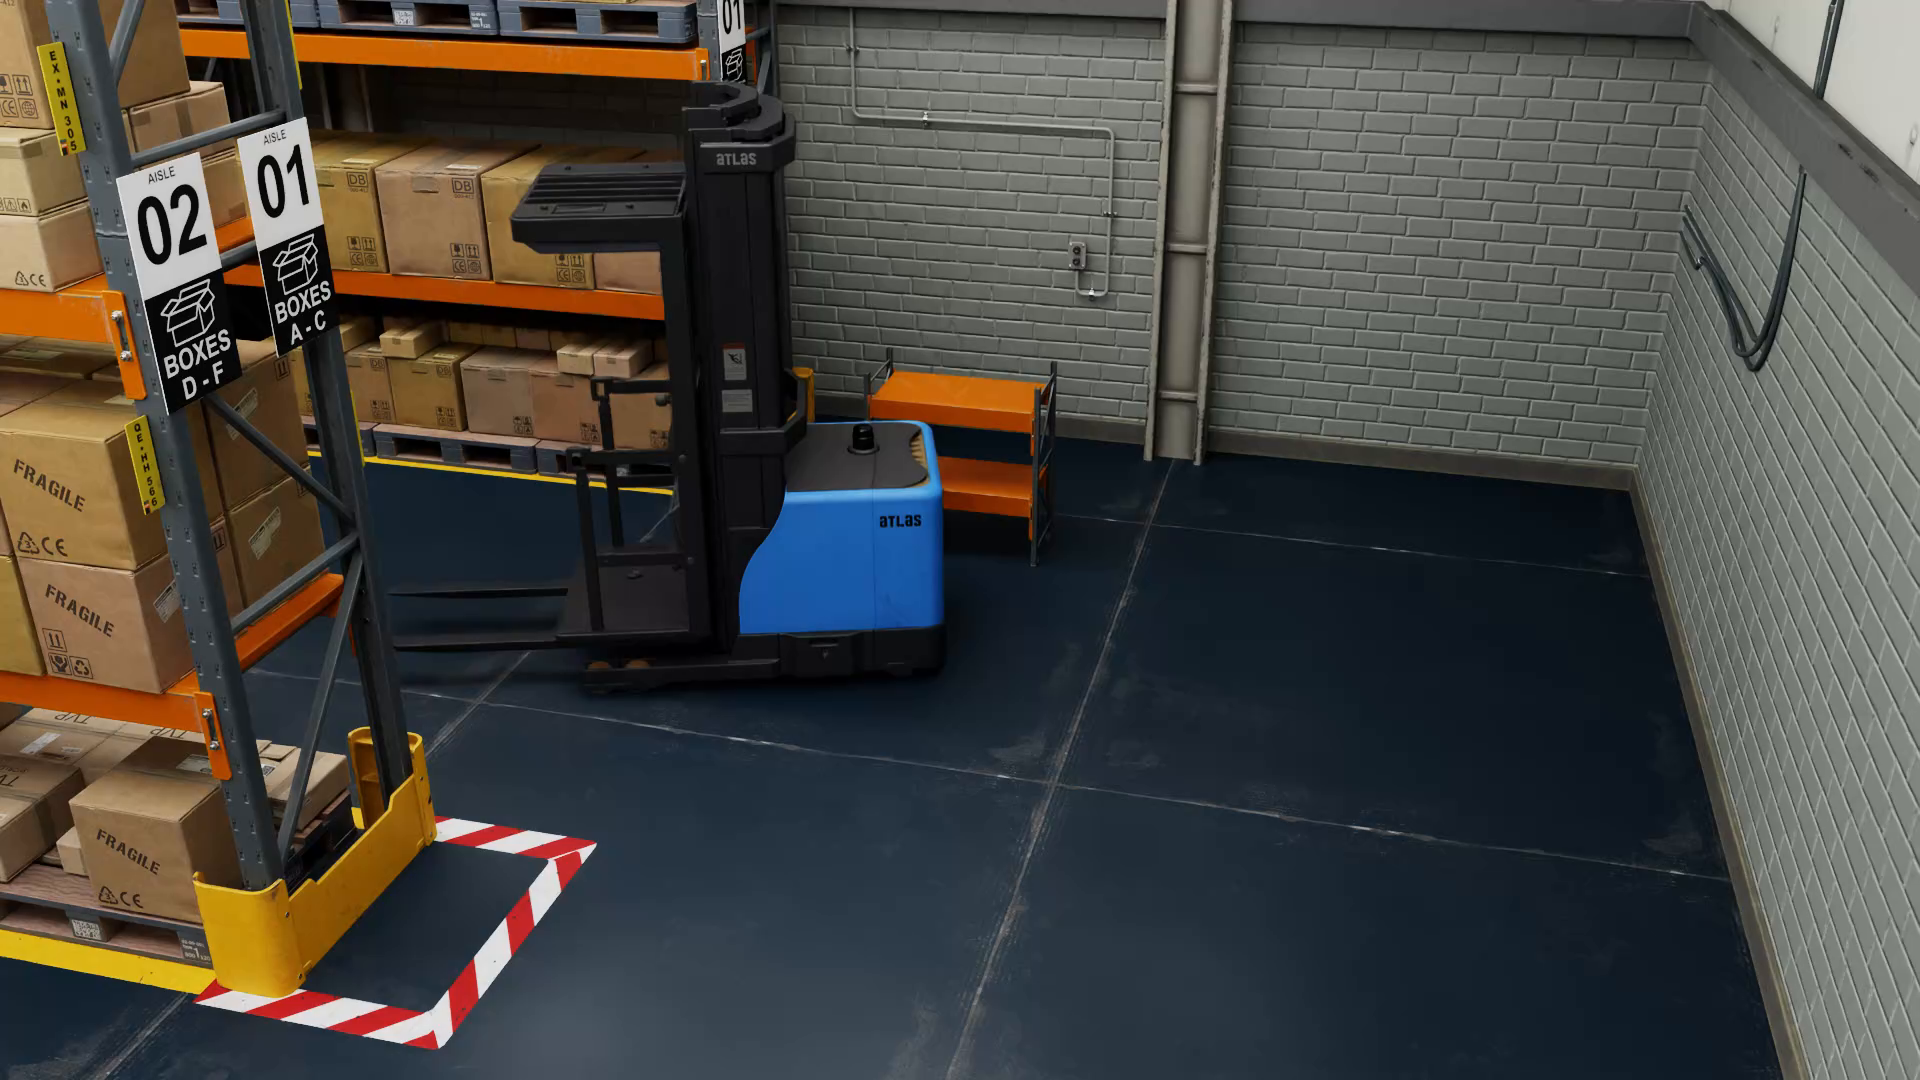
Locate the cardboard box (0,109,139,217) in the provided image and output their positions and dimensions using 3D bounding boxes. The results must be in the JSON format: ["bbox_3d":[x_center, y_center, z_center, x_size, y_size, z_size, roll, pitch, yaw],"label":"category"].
[{"bbox_3d":[-3.132,-1.274,5.541,0.500,0.250,0.500,6,26,13],"label":"cardboard box"}]

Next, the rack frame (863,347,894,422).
[{"bbox_3d":[-0.486,-0.562,10.121,0.032,1.125,0.500,6,26,13],"label":"rack frame"}]

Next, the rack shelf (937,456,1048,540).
[{"bbox_3d":[0.007,-0.286,10.112,1.000,0.278,0.538,6,26,13],"label":"rack shelf"}]

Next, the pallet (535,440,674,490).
[{"bbox_3d":[-2.135,-0.670,11.411,1.213,0.211,1.003,6,26,13],"label":"pallet"}]

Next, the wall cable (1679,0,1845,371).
[{"bbox_3d":[4.048,-2.428,8.494,0.112,2.526,3.097,6,26,13],"label":"wall cable"}]

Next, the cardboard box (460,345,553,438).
[{"bbox_3d":[-3.015,-1.077,11.443,0.500,0.500,0.700,5,26,11],"label":"cardboard box"}]

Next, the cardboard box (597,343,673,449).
[{"bbox_3d":[-2.043,-0.970,11.218,0.500,0.500,0.700,6,26,13],"label":"cardboard box"}]

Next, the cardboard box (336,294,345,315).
[{"bbox_3d":[-4.607,-1.633,11.856,0.250,0.149,0.380,6,26,13],"label":"cardboard box"}]

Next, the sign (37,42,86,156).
[{"bbox_3d":[-2.728,-1.338,5.052,0.005,0.325,0.100,6,26,13],"label":"sign"}]

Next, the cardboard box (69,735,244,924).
[{"bbox_3d":[-3.159,1.161,6.718,0.500,0.500,0.500,6,26,13],"label":"cardboard box"}]

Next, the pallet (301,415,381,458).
[{"bbox_3d":[-4.498,-0.931,11.960,1.213,0.211,1.003,6,26,13],"label":"pallet"}]

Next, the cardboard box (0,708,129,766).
[{"bbox_3d":[-3.995,0.946,7.460,0.500,0.250,0.500,6,26,13],"label":"cardboard box"}]

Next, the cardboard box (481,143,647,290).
[{"bbox_3d":[-2.544,-2.135,10.896,0.700,0.700,0.980,6,26,13],"label":"cardboard box"}]

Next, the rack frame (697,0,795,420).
[{"bbox_3d":[-1.341,-1.876,10.701,0.127,3.000,1.000,6,26,13],"label":"rack frame"}]

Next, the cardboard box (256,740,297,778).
[{"bbox_3d":[-3.133,1.053,7.333,0.250,0.166,0.380,6,26,13],"label":"cardboard box"}]

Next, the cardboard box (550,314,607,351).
[{"bbox_3d":[-2.606,-1.414,11.395,0.250,0.149,0.380,7,26,13],"label":"cardboard box"}]

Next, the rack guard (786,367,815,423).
[{"bbox_3d":[-1.317,-0.745,11.232,0.348,0.500,1.175,6,26,13],"label":"rack guard"}]

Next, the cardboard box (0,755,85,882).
[{"bbox_3d":[-4.071,1.160,7.011,0.500,0.250,0.500,6,26,13],"label":"cardboard box"}]

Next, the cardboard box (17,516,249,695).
[{"bbox_3d":[-3.072,0.207,6.209,0.500,0.500,0.500,7,26,15],"label":"cardboard box"}]

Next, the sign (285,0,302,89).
[{"bbox_3d":[-2.436,-1.788,6.010,0.005,0.325,0.100,6,26,13],"label":"sign"}]

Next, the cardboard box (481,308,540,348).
[{"bbox_3d":[-3.101,-1.468,11.508,0.250,0.149,0.380,7,26,14],"label":"cardboard box"}]

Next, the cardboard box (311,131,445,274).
[{"bbox_3d":[-3.988,-2.294,11.230,0.700,0.700,0.980,6,26,12],"label":"cardboard box"}]

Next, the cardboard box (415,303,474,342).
[{"bbox_3d":[-3.596,-1.522,11.623,0.250,0.149,0.380,7,26,14],"label":"cardboard box"}]

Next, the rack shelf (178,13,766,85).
[{"bbox_3d":[-3.278,-3.119,10.660,4.000,0.370,1.077,6,26,13],"label":"rack shelf"}]

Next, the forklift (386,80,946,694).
[{"bbox_3d":[-1.617,-0.764,8.445,3.031,2.935,1.130,-2,26,-4],"label":"forklift"}]

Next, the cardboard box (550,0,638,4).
[{"bbox_3d":[-2.116,-3.365,9.909,0.500,0.250,0.500,7,26,15],"label":"cardboard box"}]

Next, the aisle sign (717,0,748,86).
[{"bbox_3d":[-1.346,-2.917,9.863,0.004,0.787,0.394,6,26,13],"label":"aisle sign"}]

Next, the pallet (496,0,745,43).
[{"bbox_3d":[-2.062,-3.265,10.232,1.213,0.211,1.003,6,26,13],"label":"pallet"}]

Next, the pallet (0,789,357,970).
[{"bbox_3d":[-3.417,1.353,7.163,1.213,0.211,1.003,6,26,13],"label":"pallet"}]

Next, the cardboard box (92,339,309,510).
[{"bbox_3d":[-2.935,-0.467,6.462,0.500,0.500,0.500,7,26,15],"label":"cardboard box"}]

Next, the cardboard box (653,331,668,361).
[{"bbox_3d":[-1.873,-1.333,11.225,0.250,0.149,0.380,6,26,13],"label":"cardboard box"}]

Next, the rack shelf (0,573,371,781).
[{"bbox_3d":[-4.508,0.298,6.972,4.000,0.370,1.077,6,26,13],"label":"rack shelf"}]

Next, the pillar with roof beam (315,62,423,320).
[{"bbox_3d":[-5.393,-3.506,7.145,0.400,9.000,9.100,6,26,13],"label":"pillar with roof beam"}]

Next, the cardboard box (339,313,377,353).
[{"bbox_3d":[-4.230,-1.423,11.413,0.250,0.149,0.380,7,26,15],"label":"cardboard box"}]

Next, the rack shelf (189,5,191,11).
[{"bbox_3d":[-7.152,-3.548,11.560,4.000,0.370,1.077,6,26,13],"label":"rack shelf"}]

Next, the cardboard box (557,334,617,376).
[{"bbox_3d":[-2.461,-1.228,11.004,0.250,0.149,0.380,7,26,14],"label":"cardboard box"}]

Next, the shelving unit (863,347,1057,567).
[{"bbox_3d":[0.007,-0.507,10.007,1.048,1.125,0.538,6,26,13],"label":"shelving unit"}]

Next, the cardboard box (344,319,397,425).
[{"bbox_3d":[-4.030,-1.187,11.673,0.500,0.500,0.700,6,26,12],"label":"cardboard box"}]

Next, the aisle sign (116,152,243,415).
[{"bbox_3d":[-2.581,-0.852,5.526,0.004,0.787,0.394,6,26,13],"label":"aisle sign"}]

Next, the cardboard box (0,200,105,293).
[{"bbox_3d":[-3.134,-1.045,5.640,0.500,0.250,0.500,6,26,13],"label":"cardboard box"}]

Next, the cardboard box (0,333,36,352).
[{"bbox_3d":[-3.926,-0.575,6.690,0.500,0.500,0.500,7,26,14],"label":"cardboard box"}]

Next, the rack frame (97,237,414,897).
[{"bbox_3d":[-2.571,0.187,6.368,0.127,3.000,1.000,6,26,13],"label":"rack frame"}]

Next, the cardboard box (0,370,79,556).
[{"bbox_3d":[-3.560,-0.297,6.104,0.500,0.500,0.500,7,26,14],"label":"cardboard box"}]
